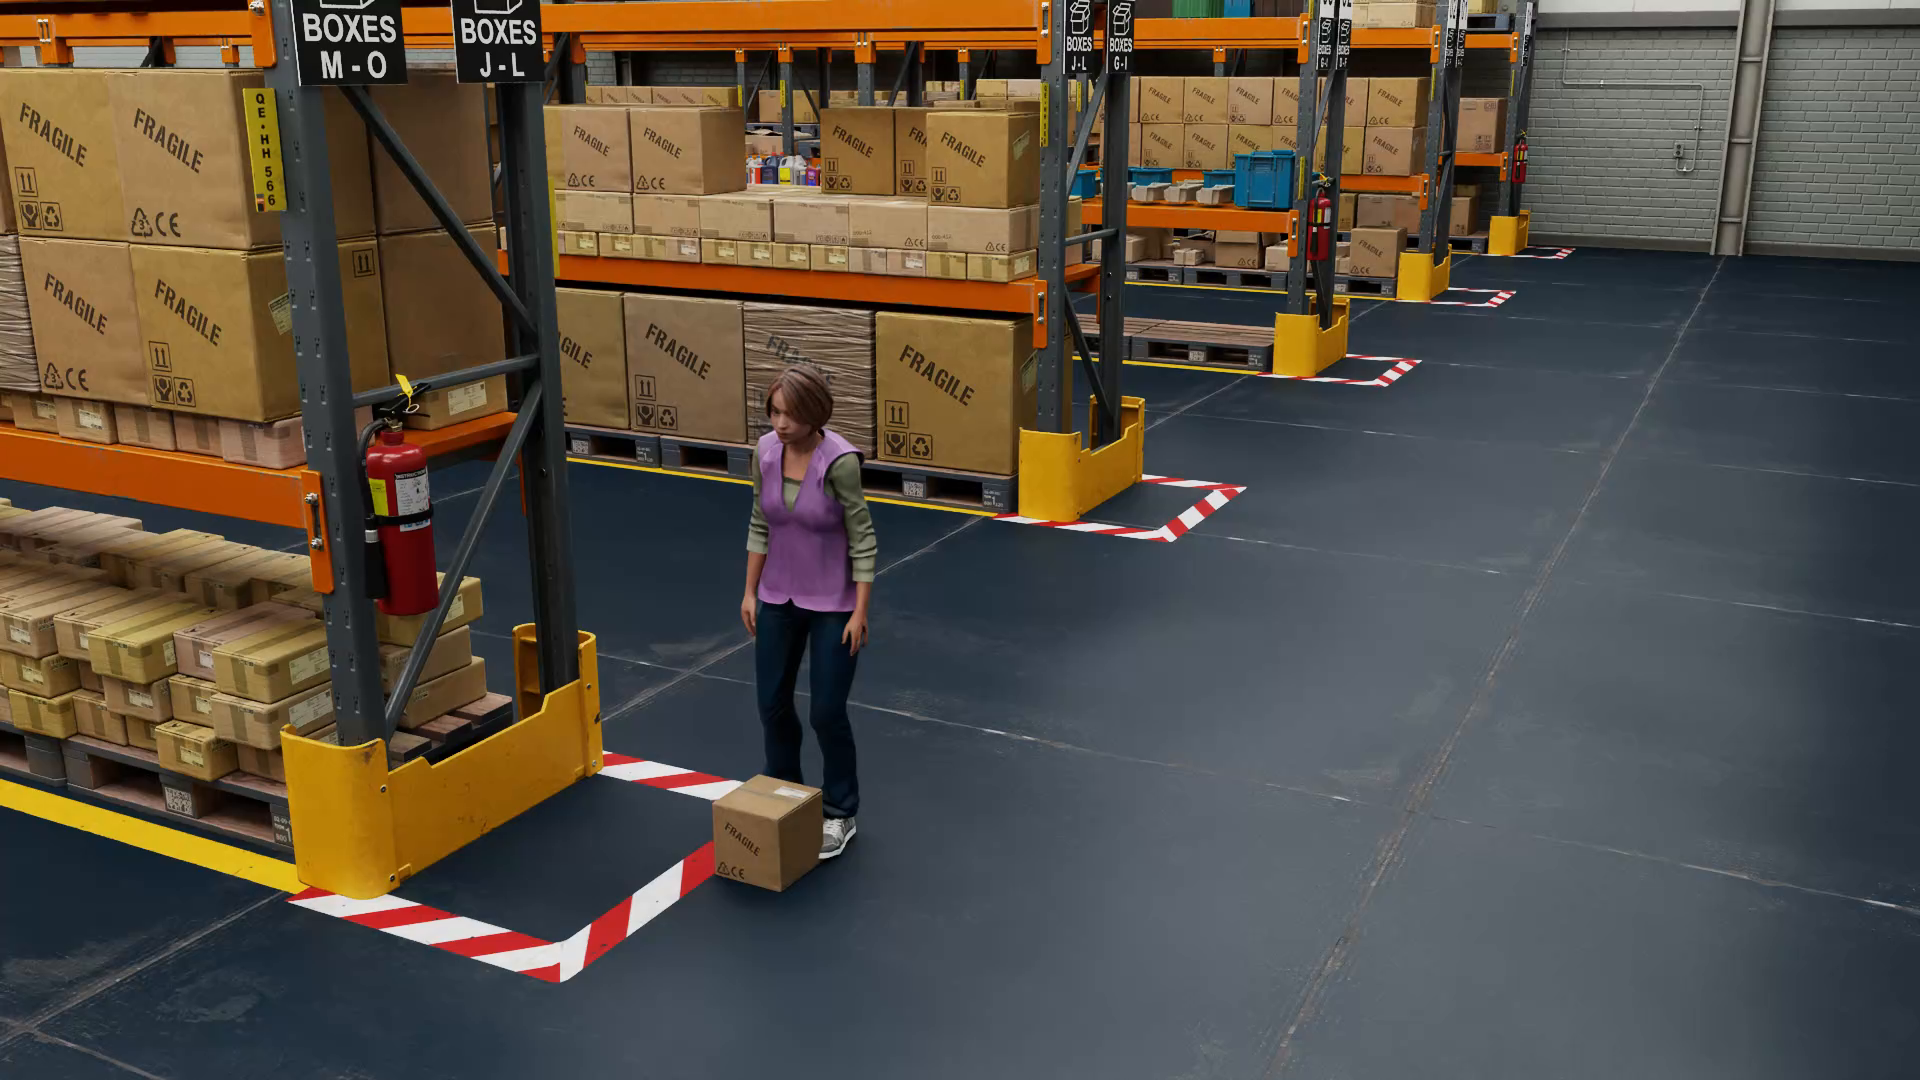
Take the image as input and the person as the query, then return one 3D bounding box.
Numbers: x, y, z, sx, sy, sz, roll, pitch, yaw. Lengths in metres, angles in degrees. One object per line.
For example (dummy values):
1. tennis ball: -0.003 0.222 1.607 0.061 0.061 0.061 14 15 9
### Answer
1. person: -0.488 0.220 5.289 0.478 1.591 0.345 8 18 26
